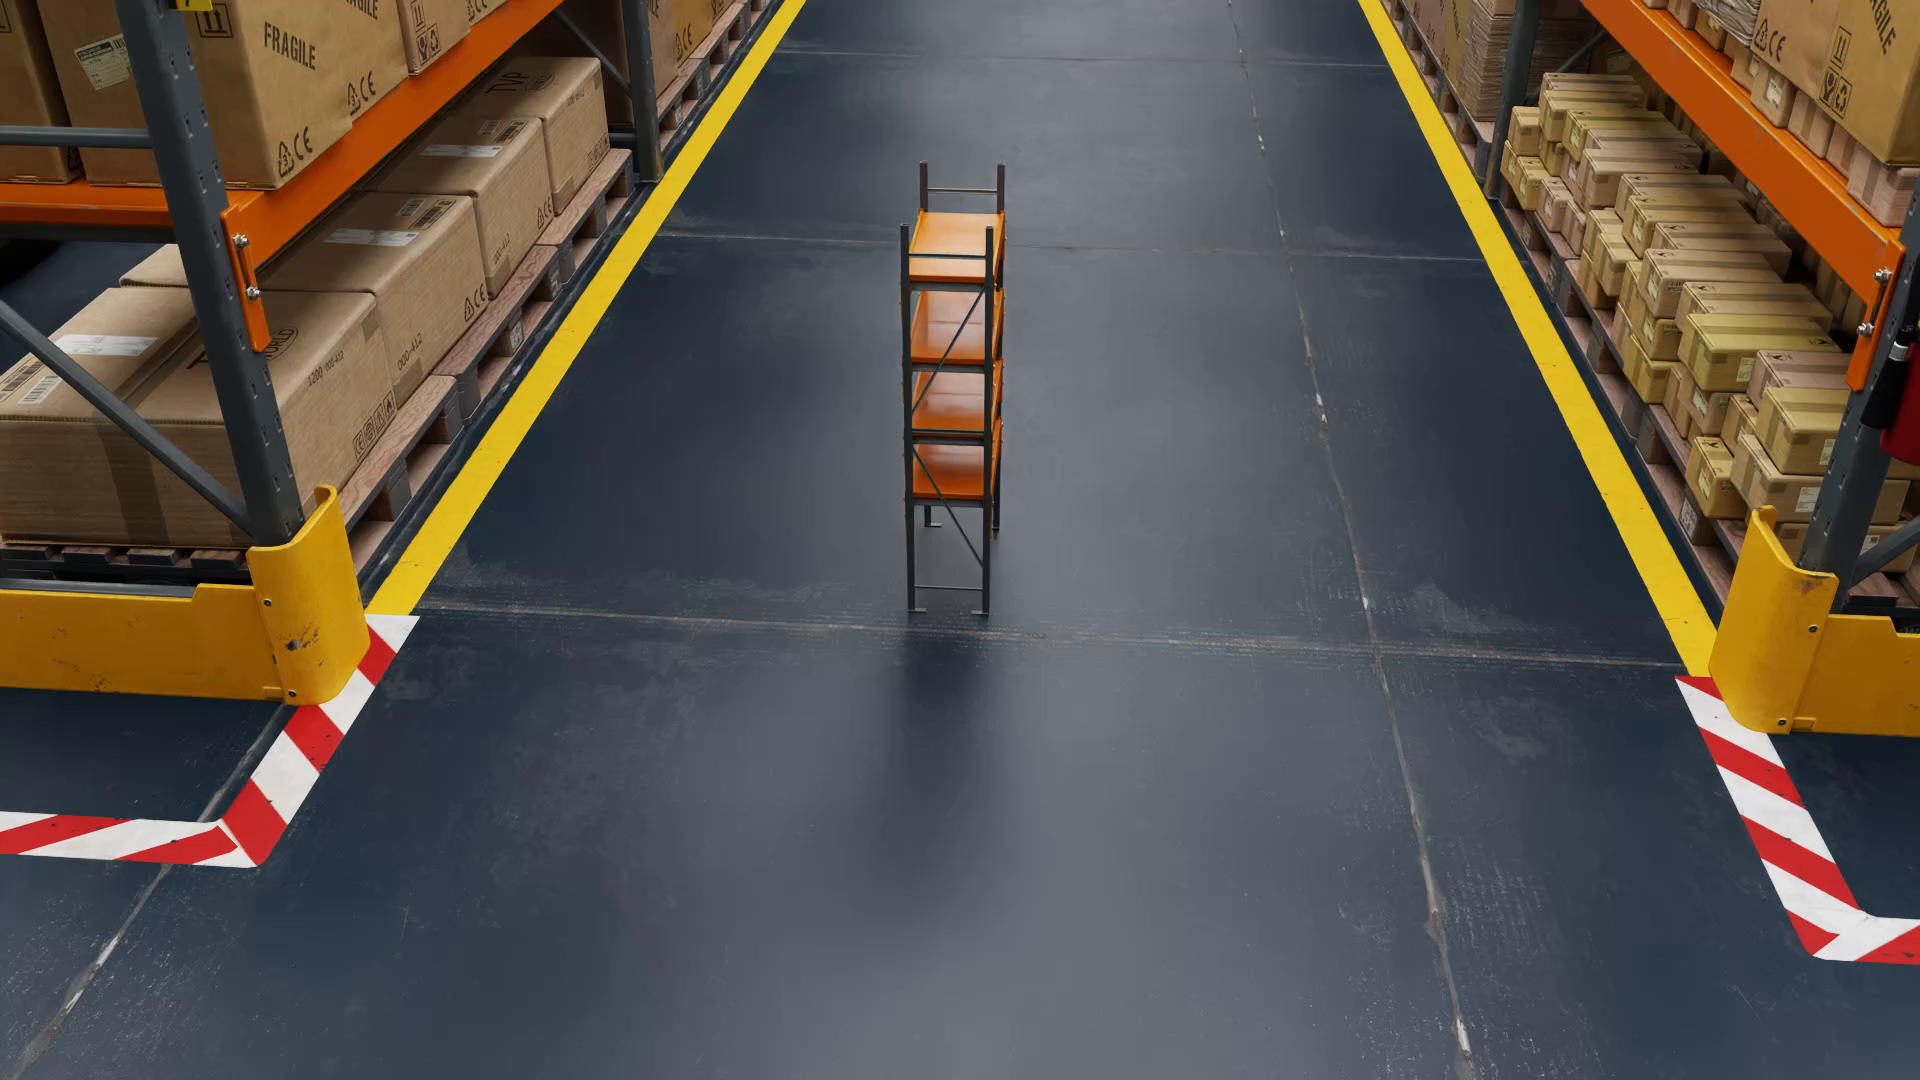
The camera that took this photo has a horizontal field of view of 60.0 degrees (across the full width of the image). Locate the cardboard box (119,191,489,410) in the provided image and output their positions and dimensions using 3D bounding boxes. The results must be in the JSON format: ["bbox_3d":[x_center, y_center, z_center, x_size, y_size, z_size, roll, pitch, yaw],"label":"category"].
[{"bbox_3d":[-2.256,-0.867,5.839,0.875,0.438,0.875,3,32,5],"label":"cardboard box"}]

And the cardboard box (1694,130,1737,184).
[{"bbox_3d":[3.128,-1.506,6.585,0.380,0.149,0.250,3,32,6],"label":"cardboard box"}]

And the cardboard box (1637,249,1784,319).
[{"bbox_3d":[2.479,-0.843,5.509,0.380,0.149,0.250,4,32,6],"label":"cardboard box"}]

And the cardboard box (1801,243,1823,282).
[{"bbox_3d":[3.134,-0.959,5.696,0.380,0.149,0.250,3,32,5],"label":"cardboard box"}]

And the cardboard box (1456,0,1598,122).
[{"bbox_3d":[2.800,-2.396,8.261,0.500,0.500,0.500,2,32,3],"label":"cardboard box"}]

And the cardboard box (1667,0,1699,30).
[{"bbox_3d":[2.607,-1.809,5.566,0.380,0.149,0.250,4,32,6],"label":"cardboard box"}]

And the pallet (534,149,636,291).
[{"bbox_3d":[-2.091,-1.461,7.419,1.003,0.211,1.213,2,32,4],"label":"pallet"}]

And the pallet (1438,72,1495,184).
[{"bbox_3d":[3.053,-2.103,8.462,1.003,0.211,1.213,2,32,4],"label":"pallet"}]

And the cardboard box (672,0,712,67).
[{"bbox_3d":[-1.914,-3.116,9.073,0.875,0.875,0.875,3,32,5],"label":"cardboard box"}]

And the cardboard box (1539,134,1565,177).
[{"bbox_3d":[2.711,-1.663,7.123,0.380,0.149,0.250,3,32,4],"label":"cardboard box"}]

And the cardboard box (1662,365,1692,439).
[{"bbox_3d":[2.535,-0.444,5.428,0.380,0.149,0.250,3,32,4],"label":"cardboard box"}]

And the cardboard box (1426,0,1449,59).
[{"bbox_3d":[2.888,-2.932,9.131,0.500,0.500,0.500,2,32,3],"label":"cardboard box"}]

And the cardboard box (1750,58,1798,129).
[{"bbox_3d":[2.471,-1.262,4.678,0.380,0.149,0.250,3,32,5],"label":"cardboard box"}]

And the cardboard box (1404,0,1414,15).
[{"bbox_3d":[2.967,-3.468,10.000,0.500,0.500,0.500,3,32,5],"label":"cardboard box"}]

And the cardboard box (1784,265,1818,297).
[{"bbox_3d":[3.011,-0.835,5.779,0.380,0.149,0.250,4,32,7],"label":"cardboard box"}]

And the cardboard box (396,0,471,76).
[{"bbox_3d":[-1.878,-1.763,5.156,0.500,0.500,0.500,2,32,4],"label":"cardboard box"}]

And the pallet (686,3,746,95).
[{"bbox_3d":[-1.866,-2.901,9.756,1.003,0.211,1.213,2,32,4],"label":"pallet"}]

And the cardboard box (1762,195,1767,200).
[{"bbox_3d":[3.189,-1.219,6.120,0.380,0.149,0.250,1,32,2],"label":"cardboard box"}]

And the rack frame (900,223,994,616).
[{"bbox_3d":[-0.033,-0.297,4.588,0.240,1.200,0.015,2,32,4],"label":"rack frame"}]

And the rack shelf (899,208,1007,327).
[{"bbox_3d":[-0.013,-0.759,4.589,0.258,0.148,0.480,2,32,4],"label":"rack shelf"}]

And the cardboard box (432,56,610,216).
[{"bbox_3d":[-2.109,-1.806,7.364,0.875,0.438,0.875,2,32,3],"label":"cardboard box"}]

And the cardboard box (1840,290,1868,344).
[{"bbox_3d":[3.035,-0.678,5.242,0.380,0.149,0.250,1,32,2],"label":"cardboard box"}]

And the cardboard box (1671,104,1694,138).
[{"bbox_3d":[3.240,-1.769,7.012,0.380,0.149,0.250,3,32,5],"label":"cardboard box"}]

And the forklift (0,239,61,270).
[{"bbox_3d":[-4.546,-2.413,6.371,1.130,2.935,3.031,2,32,3],"label":"forklift"}]

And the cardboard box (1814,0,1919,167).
[{"bbox_3d":[2.445,-1.207,3.971,0.500,0.500,0.500,3,32,5],"label":"cardboard box"}]

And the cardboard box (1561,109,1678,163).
[{"bbox_3d":[2.704,-1.655,6.826,0.380,0.149,0.250,2,32,3],"label":"cardboard box"}]

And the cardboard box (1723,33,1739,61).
[{"bbox_3d":[2.603,-1.537,5.125,0.380,0.149,0.250,1,32,2],"label":"cardboard box"}]

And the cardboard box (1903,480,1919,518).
[{"bbox_3d":[2.967,-0.158,4.964,0.380,0.149,0.250,2,32,4],"label":"cardboard box"}]

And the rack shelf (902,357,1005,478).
[{"bbox_3d":[-0.013,-0.367,4.830,0.258,0.148,0.480,2,32,4],"label":"rack shelf"}]

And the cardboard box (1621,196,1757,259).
[{"bbox_3d":[2.604,-1.114,5.949,0.380,0.149,0.250,3,32,4],"label":"cardboard box"}]

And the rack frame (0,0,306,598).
[{"bbox_3d":[-2.276,-0.950,3.933,1.000,3.000,0.127,2,32,4],"label":"rack frame"}]

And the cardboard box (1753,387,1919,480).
[{"bbox_3d":[2.456,-0.298,4.624,0.380,0.149,0.250,3,32,5],"label":"cardboard box"}]

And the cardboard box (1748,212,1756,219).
[{"bbox_3d":[3.107,-1.114,6.232,0.380,0.149,0.250,1,32,2],"label":"cardboard box"}]

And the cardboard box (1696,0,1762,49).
[{"bbox_3d":[2.524,-1.742,4.838,0.500,0.500,0.500,3,32,4],"label":"cardboard box"}]

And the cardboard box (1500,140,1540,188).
[{"bbox_3d":[2.641,-1.672,7.421,0.380,0.149,0.250,1,32,2],"label":"cardboard box"}]

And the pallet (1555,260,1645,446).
[{"bbox_3d":[2.875,-0.704,6.191,1.003,0.211,1.213,2,32,4],"label":"pallet"}]

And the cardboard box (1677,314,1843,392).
[{"bbox_3d":[2.428,-0.568,5.062,0.380,0.149,0.250,2,32,3],"label":"cardboard box"}]

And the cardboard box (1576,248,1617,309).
[{"bbox_3d":[2.576,-0.992,6.317,0.380,0.149,0.250,2,32,3],"label":"cardboard box"}]

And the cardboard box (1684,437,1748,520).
[{"bbox_3d":[2.420,-0.180,5.000,0.380,0.149,0.250,3,32,5],"label":"cardboard box"}]

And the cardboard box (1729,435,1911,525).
[{"bbox_3d":[2.424,-0.172,4.703,0.380,0.149,0.250,2,32,3],"label":"cardboard box"}]

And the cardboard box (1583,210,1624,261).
[{"bbox_3d":[2.573,-1.121,6.243,0.380,0.149,0.250,2,32,4],"label":"cardboard box"}]

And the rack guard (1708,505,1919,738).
[{"bbox_3d":[2.672,0.233,4.396,1.175,0.500,0.348,2,32,4],"label":"rack guard"}]

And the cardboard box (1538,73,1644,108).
[{"bbox_3d":[2.757,-1.930,7.273,0.380,0.149,0.250,4,32,6],"label":"cardboard box"}]

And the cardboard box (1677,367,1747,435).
[{"bbox_3d":[2.464,-0.443,5.144,0.380,0.149,0.250,1,32,2],"label":"cardboard box"}]

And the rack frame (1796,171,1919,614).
[{"bbox_3d":[2.665,-0.792,3.676,1.000,3.000,0.127,2,32,4],"label":"rack frame"}]

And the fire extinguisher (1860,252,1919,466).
[{"bbox_3d":[2.185,-0.488,3.612,0.296,0.674,0.183,2,32,4],"label":"fire extinguisher"}]

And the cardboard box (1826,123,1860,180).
[{"bbox_3d":[2.468,-0.996,4.246,0.380,0.149,0.250,2,32,4],"label":"cardboard box"}]

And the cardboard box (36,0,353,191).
[{"bbox_3d":[-1.951,-1.232,4.294,0.500,0.500,0.500,2,32,4],"label":"cardboard box"}]

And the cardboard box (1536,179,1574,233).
[{"bbox_3d":[2.651,-1.400,6.980,0.380,0.149,0.250,2,32,4],"label":"cardboard box"}]

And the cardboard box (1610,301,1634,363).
[{"bbox_3d":[2.535,-0.722,5.880,0.380,0.149,0.250,3,32,5],"label":"cardboard box"}]

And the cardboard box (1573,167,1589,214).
[{"bbox_3d":[2.703,-1.393,6.685,0.380,0.149,0.250,1,32,1],"label":"cardboard box"}]

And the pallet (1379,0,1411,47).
[{"bbox_3d":[3.252,-3.379,10.532,1.003,0.211,1.213,2,32,4],"label":"pallet"}]

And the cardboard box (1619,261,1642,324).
[{"bbox_3d":[2.533,-0.848,5.801,0.380,0.149,0.250,4,32,6],"label":"cardboard box"}]

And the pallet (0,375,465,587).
[{"bbox_3d":[-2.289,-0.185,5.349,1.003,0.211,1.213,2,32,4],"label":"pallet"}]

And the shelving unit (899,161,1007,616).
[{"bbox_3d":[-0.013,-0.424,4.795,0.258,1.200,0.503,2,32,4],"label":"shelving unit"}]

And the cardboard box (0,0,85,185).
[{"bbox_3d":[-2.501,-1.256,4.334,0.500,0.500,0.500,3,32,4],"label":"cardboard box"}]

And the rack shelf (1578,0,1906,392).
[{"bbox_3d":[2.828,-1.531,5.561,1.077,0.370,4.000,2,32,4],"label":"rack shelf"}]

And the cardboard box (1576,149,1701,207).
[{"bbox_3d":[2.603,-1.388,6.393,0.380,0.149,0.250,3,32,5],"label":"cardboard box"}]
